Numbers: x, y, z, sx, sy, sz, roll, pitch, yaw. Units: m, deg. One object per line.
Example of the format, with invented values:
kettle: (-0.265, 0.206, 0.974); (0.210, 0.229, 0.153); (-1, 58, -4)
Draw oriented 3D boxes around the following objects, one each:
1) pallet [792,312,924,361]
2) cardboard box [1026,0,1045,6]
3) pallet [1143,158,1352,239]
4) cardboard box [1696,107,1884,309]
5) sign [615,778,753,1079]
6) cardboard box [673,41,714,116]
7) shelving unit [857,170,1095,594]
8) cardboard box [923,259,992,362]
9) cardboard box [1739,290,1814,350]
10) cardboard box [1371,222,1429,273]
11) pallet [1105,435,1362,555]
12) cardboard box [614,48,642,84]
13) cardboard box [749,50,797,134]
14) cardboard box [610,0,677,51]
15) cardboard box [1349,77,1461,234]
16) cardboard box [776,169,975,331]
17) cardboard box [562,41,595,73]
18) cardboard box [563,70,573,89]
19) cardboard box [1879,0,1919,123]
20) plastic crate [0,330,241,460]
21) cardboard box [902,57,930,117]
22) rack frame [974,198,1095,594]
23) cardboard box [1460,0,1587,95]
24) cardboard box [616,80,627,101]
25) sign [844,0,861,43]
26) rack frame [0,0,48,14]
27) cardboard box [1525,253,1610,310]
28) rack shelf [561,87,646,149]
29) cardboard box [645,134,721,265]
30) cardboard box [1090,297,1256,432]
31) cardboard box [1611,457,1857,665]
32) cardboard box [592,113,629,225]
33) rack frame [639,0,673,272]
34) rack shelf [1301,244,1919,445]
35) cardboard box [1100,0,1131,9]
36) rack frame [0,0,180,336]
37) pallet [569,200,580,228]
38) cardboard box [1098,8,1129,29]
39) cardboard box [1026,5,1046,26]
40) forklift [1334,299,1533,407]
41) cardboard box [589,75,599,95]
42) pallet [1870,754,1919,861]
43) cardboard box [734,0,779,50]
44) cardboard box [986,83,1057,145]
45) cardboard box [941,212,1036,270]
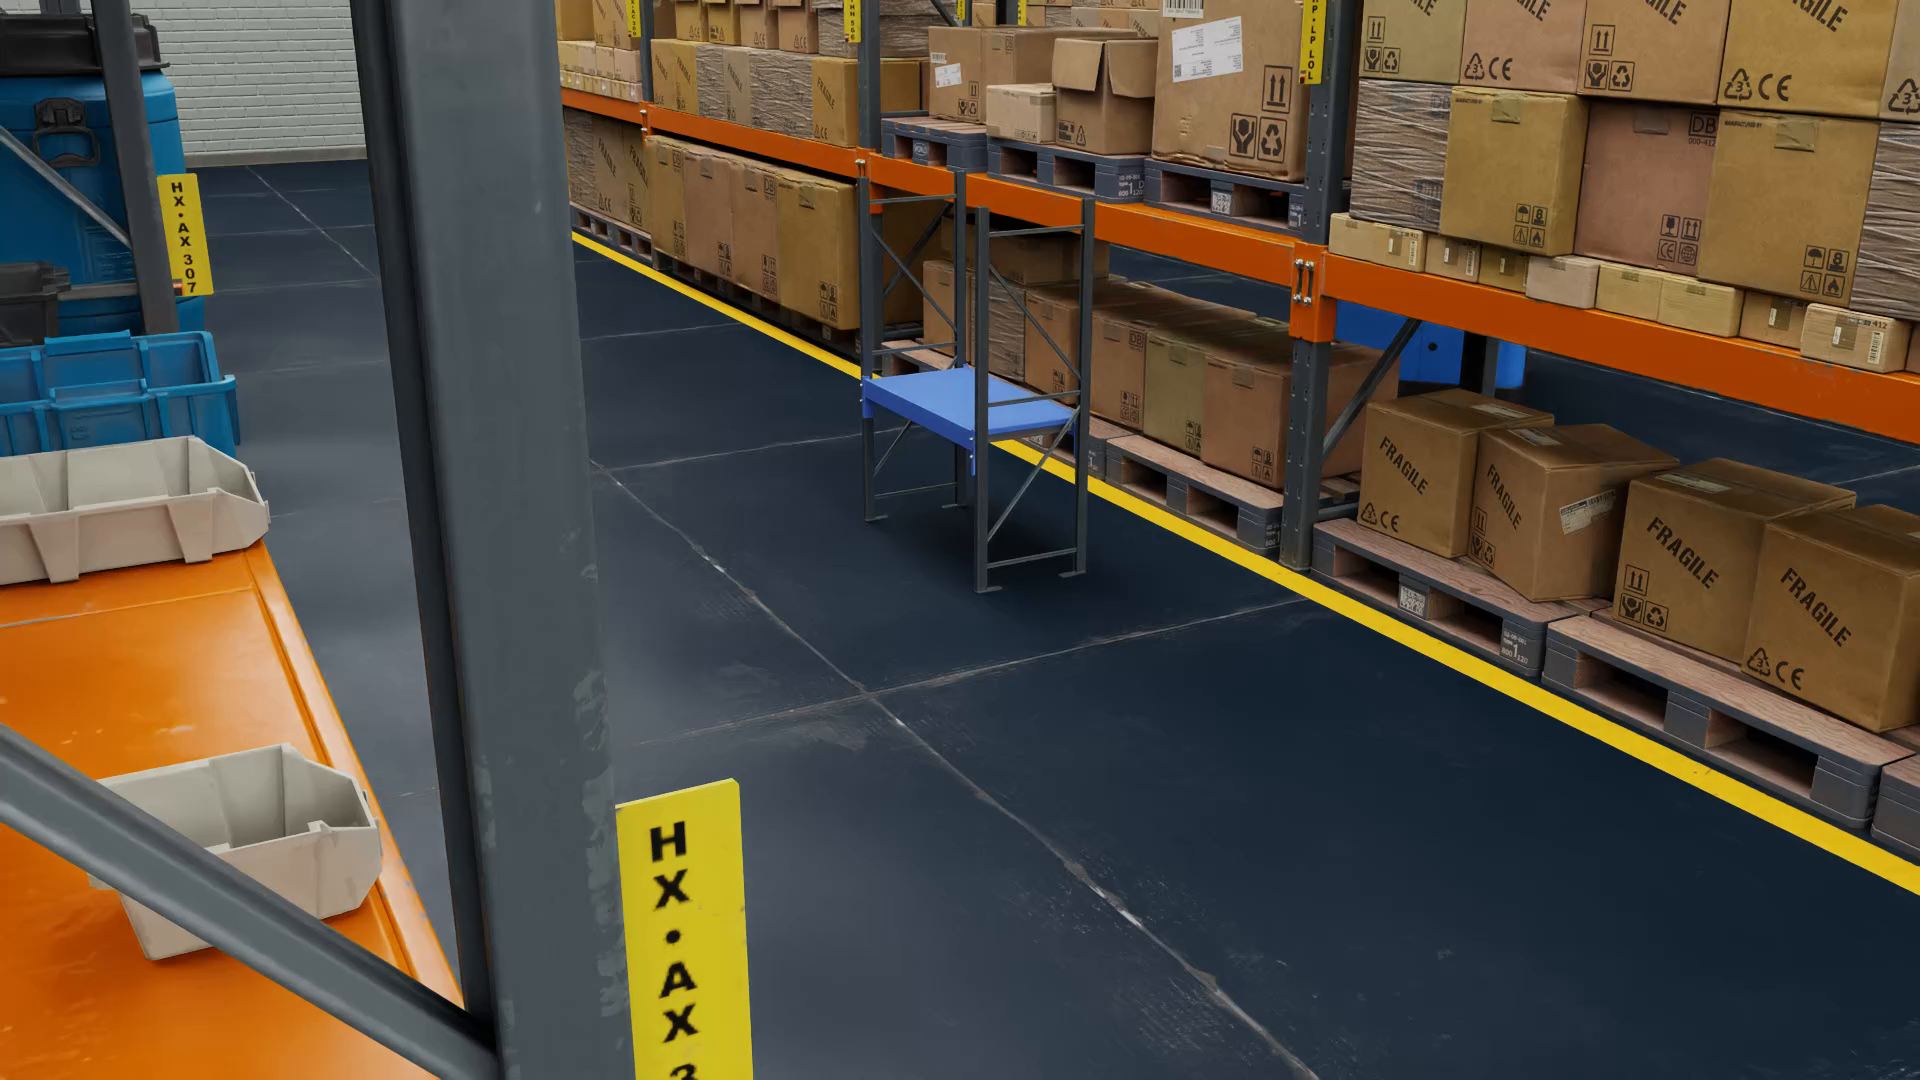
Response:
pallet: (-0.430, -1.444, 10.993); (1.003, 0.211, 1.213); (-10, 21, -27)
cardboard box: (0.944, -5.754, 17.066); (0.500, 0.500, 0.500); (-11, 22, -28)
pallet: (1.542, -1.527, 7.253); (1.003, 0.211, 1.213); (-10, 21, -27)
cardboard box: (2.670, -0.998, 4.817); (0.875, 0.500, 0.500); (-10, 21, -27)
sign: (-0.196, 0.325, 1.168); (0.100, 0.325, 0.005); (-10, 21, -27)
cardboard box: (-1.784, -3.405, 12.247); (0.500, 0.500, 0.500); (-10, 21, -27)
shelving unit: (0.041, -0.684, 6.816); (0.538, 1.500, 1.048); (-10, 21, -27)
cardboard box: (0.213, -1.361, 9.636); (0.700, 0.500, 0.500); (-11, 22, -30)
cardboard box: (2.497, -0.656, 4.818); (0.380, 0.149, 0.250); (-10, 21, -27)
cardboard box: (1.722, -1.075, 6.034); (0.380, 0.149, 0.250); (-10, 21, -27)
pallet: (1.406, -0.281, 7.622); (1.003, 0.211, 1.213); (-10, 21, -27)
cardboard box: (-2.462, -3.828, 13.401); (0.500, 0.250, 0.500); (-10, 22, -28)
cardboard box: (-1.056, -2.967, 10.979); (0.500, 0.500, 0.500); (-11, 22, -28)
cardboard box: (-2.475, -4.187, 13.292); (0.500, 0.500, 0.500); (-9, 21, -25)
cardboard box: (1.936, -1.425, 6.054); (0.875, 0.500, 0.500); (-10, 21, -27)
cardboard box: (-0.432, -1.920, 10.710); (1.225, 0.875, 0.875); (-11, 22, -29)
cardboard box: (-3.190, -4.269, 14.678); (0.500, 0.250, 0.500); (-10, 22, -28)
cardboard box: (-3.311, -4.108, 14.822); (0.380, 0.149, 0.250); (-11, 22, -28)
cardboard box: (2.720, -1.294, 4.142); (0.500, 0.500, 0.500); (-10, 21, -27)
plastic crate: (-1.817, -0.263, 3.523); (0.499, 0.251, 0.616); (-10, 21, -27)
cardboard box: (-0.114, -2.753, 10.358); (0.500, 0.500, 0.500); (-9, 21, -25)
rack frame: (0.282, -0.539, 6.393); (0.500, 1.500, 0.032); (-10, 21, -27)
cardboard box: (2.006, -1.725, 5.389); (0.500, 0.500, 0.500); (-10, 21, -27)
cardboard box: (-2.578, -3.665, 13.538); (0.380, 0.149, 0.250); (-10, 21, -26)
sign: (-0.609, -2.985, 9.408); (0.100, 0.325, 0.005); (-10, 21, -27)
rack frame: (-8.280, -4.054, 14.280); (1.000, 3.000, 0.127); (-10, 21, -27)
cardboard box: (2.074, -0.859, 5.408); (0.380, 0.149, 0.250); (-10, 21, -27)
rack shelf: (-2.971, -3.907, 14.957); (1.077, 0.370, 4.000); (-10, 21, -27)
cardboard box: (-1.700, -2.686, 12.931); (1.225, 0.875, 0.875); (-10, 21, -26)
cardboard box: (1.029, -0.882, 8.248); (0.700, 0.500, 0.500); (-12, 22, -31)
cardboard box: (2.574, 0.057, 5.555); (0.500, 0.500, 0.500); (-12, 22, -31)
cardboard box: (-2.692, -3.327, 14.788); (0.875, 0.875, 0.875); (-10, 21, -27)
rack frame: (-2.022, -3.673, 13.176); (1.000, 3.000, 0.127); (-10, 21, -27)
rack shelf: (2.727, -0.462, 4.974); (1.077, 0.370, 4.000); (-10, 21, -27)
cardboard box: (1.680, -5.313, 15.788); (0.500, 0.500, 0.500); (-11, 22, -28)
rack frame: (-2.582, -0.609, 4.297); (1.000, 3.000, 0.127); (-10, 21, -27)
pallet: (-3.473, -3.285, 16.328); (1.003, 0.211, 1.213); (-10, 21, -27)
cardboard box: (1.667, -4.844, 15.962); (0.500, 0.500, 0.500); (-11, 22, -28)
cardboard box: (0.960, -5.284, 17.237); (0.500, 0.500, 0.500); (-10, 21, -26)
forklift: (2.806, -2.369, 9.504); (1.130, 2.935, 3.031); (6, 20, 17)
cardboard box: (-2.944, -3.886, 14.180); (0.380, 0.149, 0.250); (-10, 21, -26)
pallet: (3.286, 0.830, 4.403); (1.003, 0.211, 1.213); (-10, 21, -27)
cardboard box: (-1.087, -3.637, 11.382); (0.797, 0.503, 0.637); (-9, 21, -25)
cardboard box: (0.471, -2.135, 8.307); (0.500, 0.250, 0.500); (-11, 22, -28)
cardboard box: (0.222, -1.717, 9.518); (0.500, 0.250, 0.500); (-9, 21, -24)
